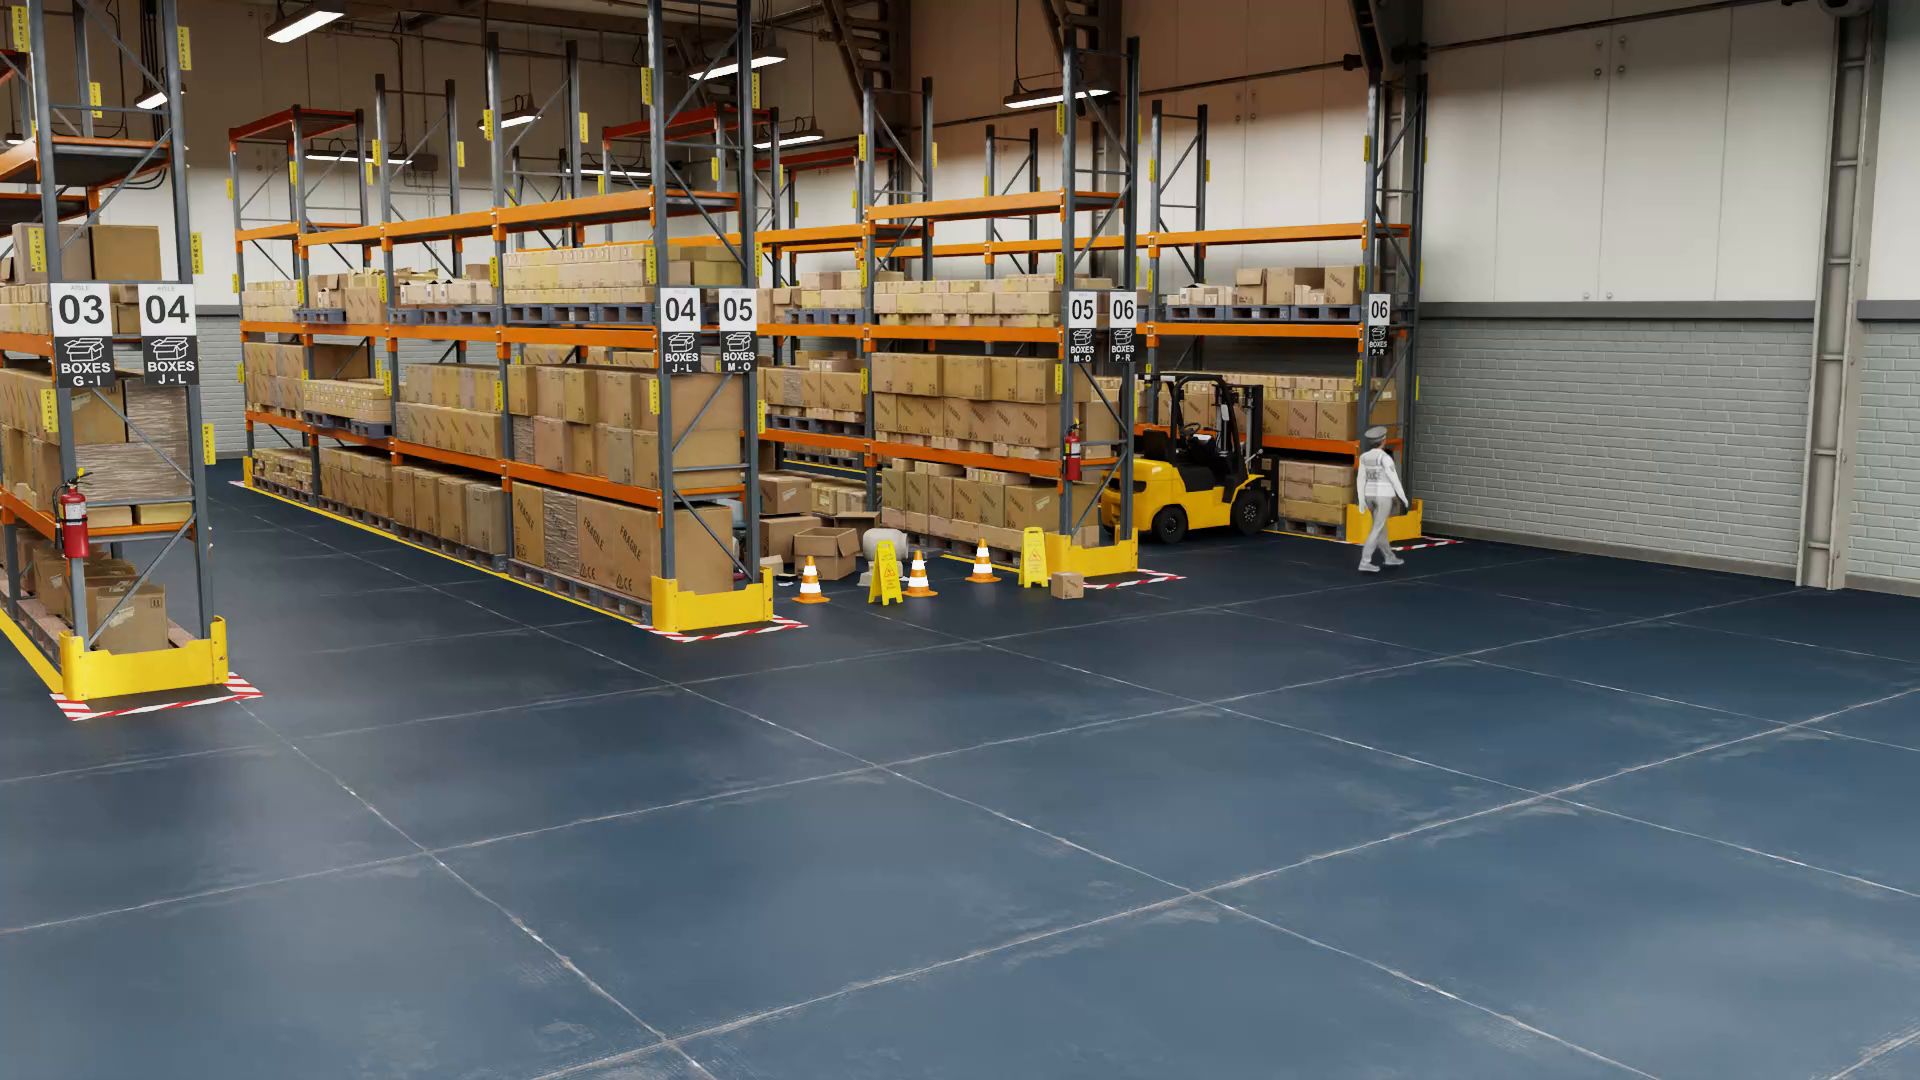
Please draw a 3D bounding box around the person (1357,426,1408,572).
[{"bbox_3d":[4.903,-0.482,19.099,0.850,1.656,0.490,-4,9,-27],"label":"person"}]
